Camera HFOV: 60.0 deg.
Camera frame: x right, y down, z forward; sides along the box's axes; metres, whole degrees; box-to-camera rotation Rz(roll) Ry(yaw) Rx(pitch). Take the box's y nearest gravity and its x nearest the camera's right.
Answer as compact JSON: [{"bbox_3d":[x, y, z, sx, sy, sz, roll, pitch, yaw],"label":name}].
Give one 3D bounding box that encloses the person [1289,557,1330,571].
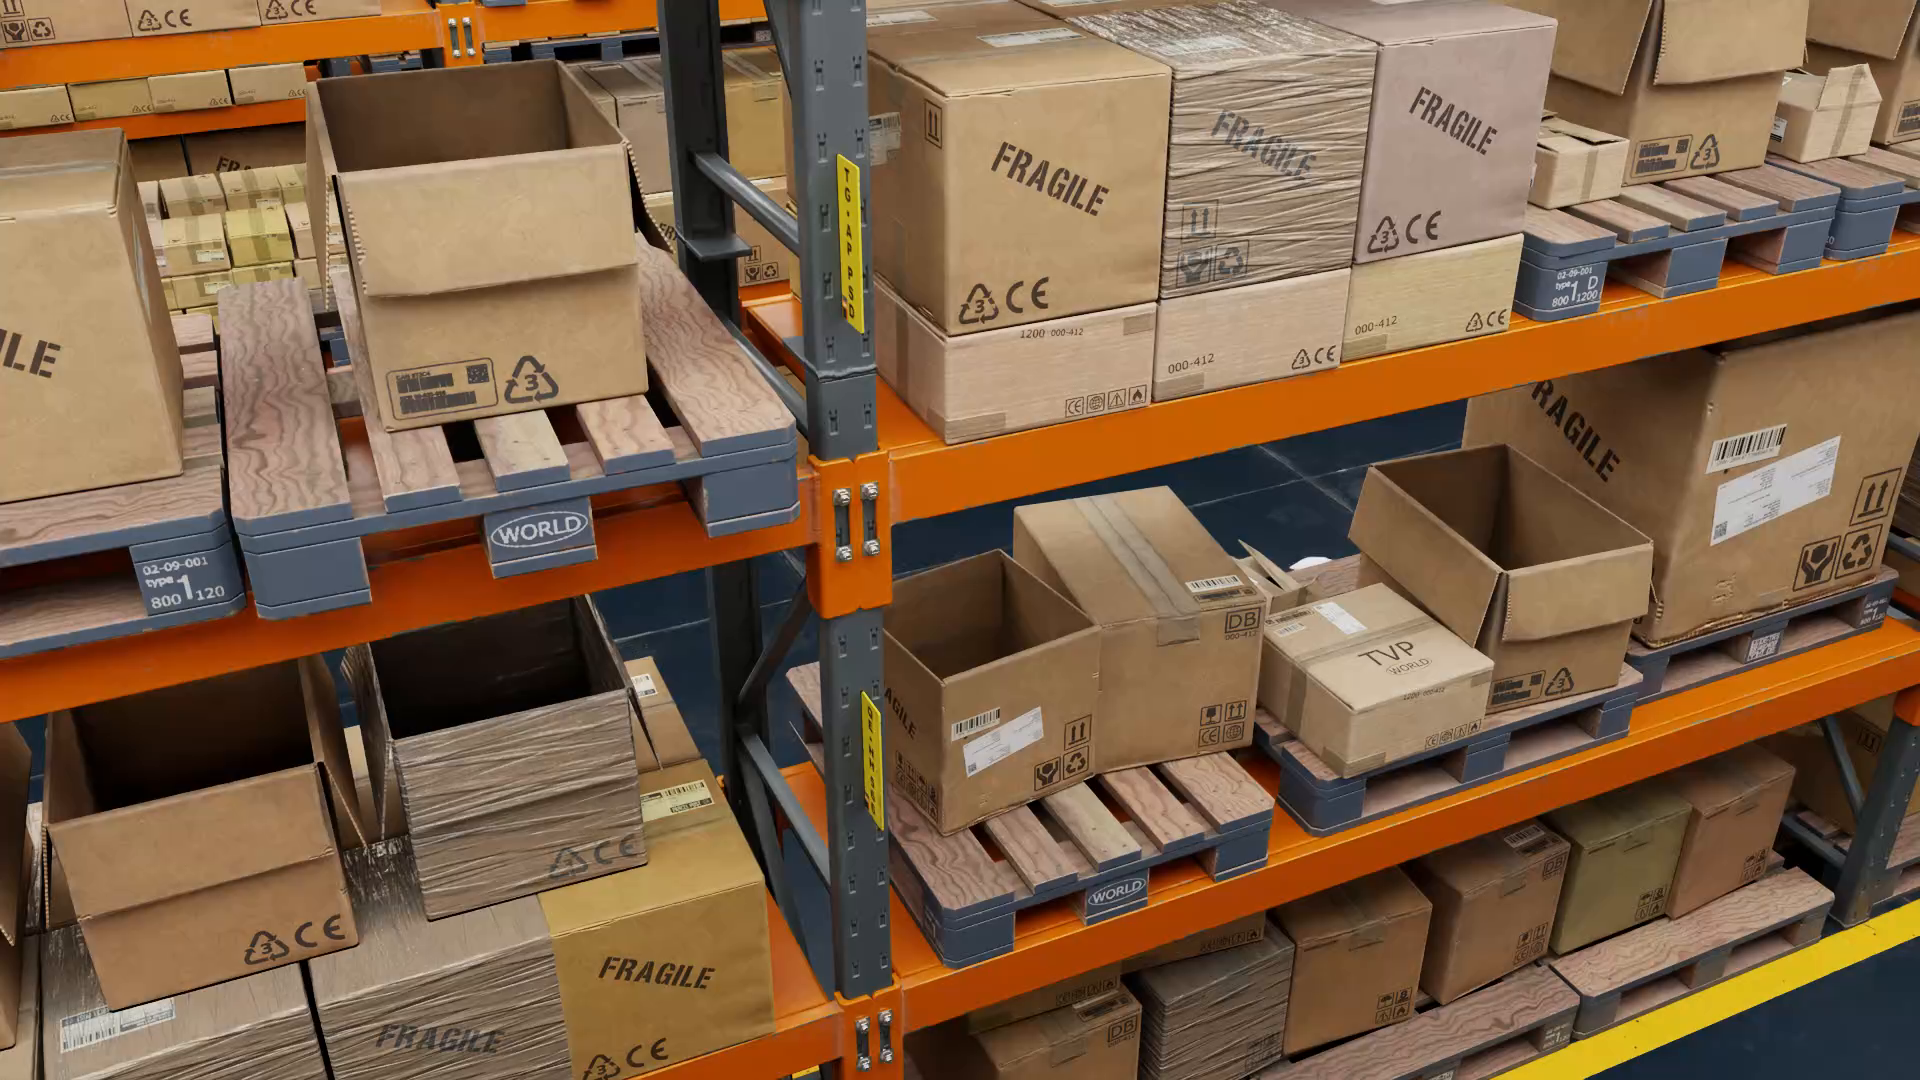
[{"bbox_3d":[1.211,0.559,7.025,0.919,0.879,0.531,-13,32,-22],"label":"person"}]
